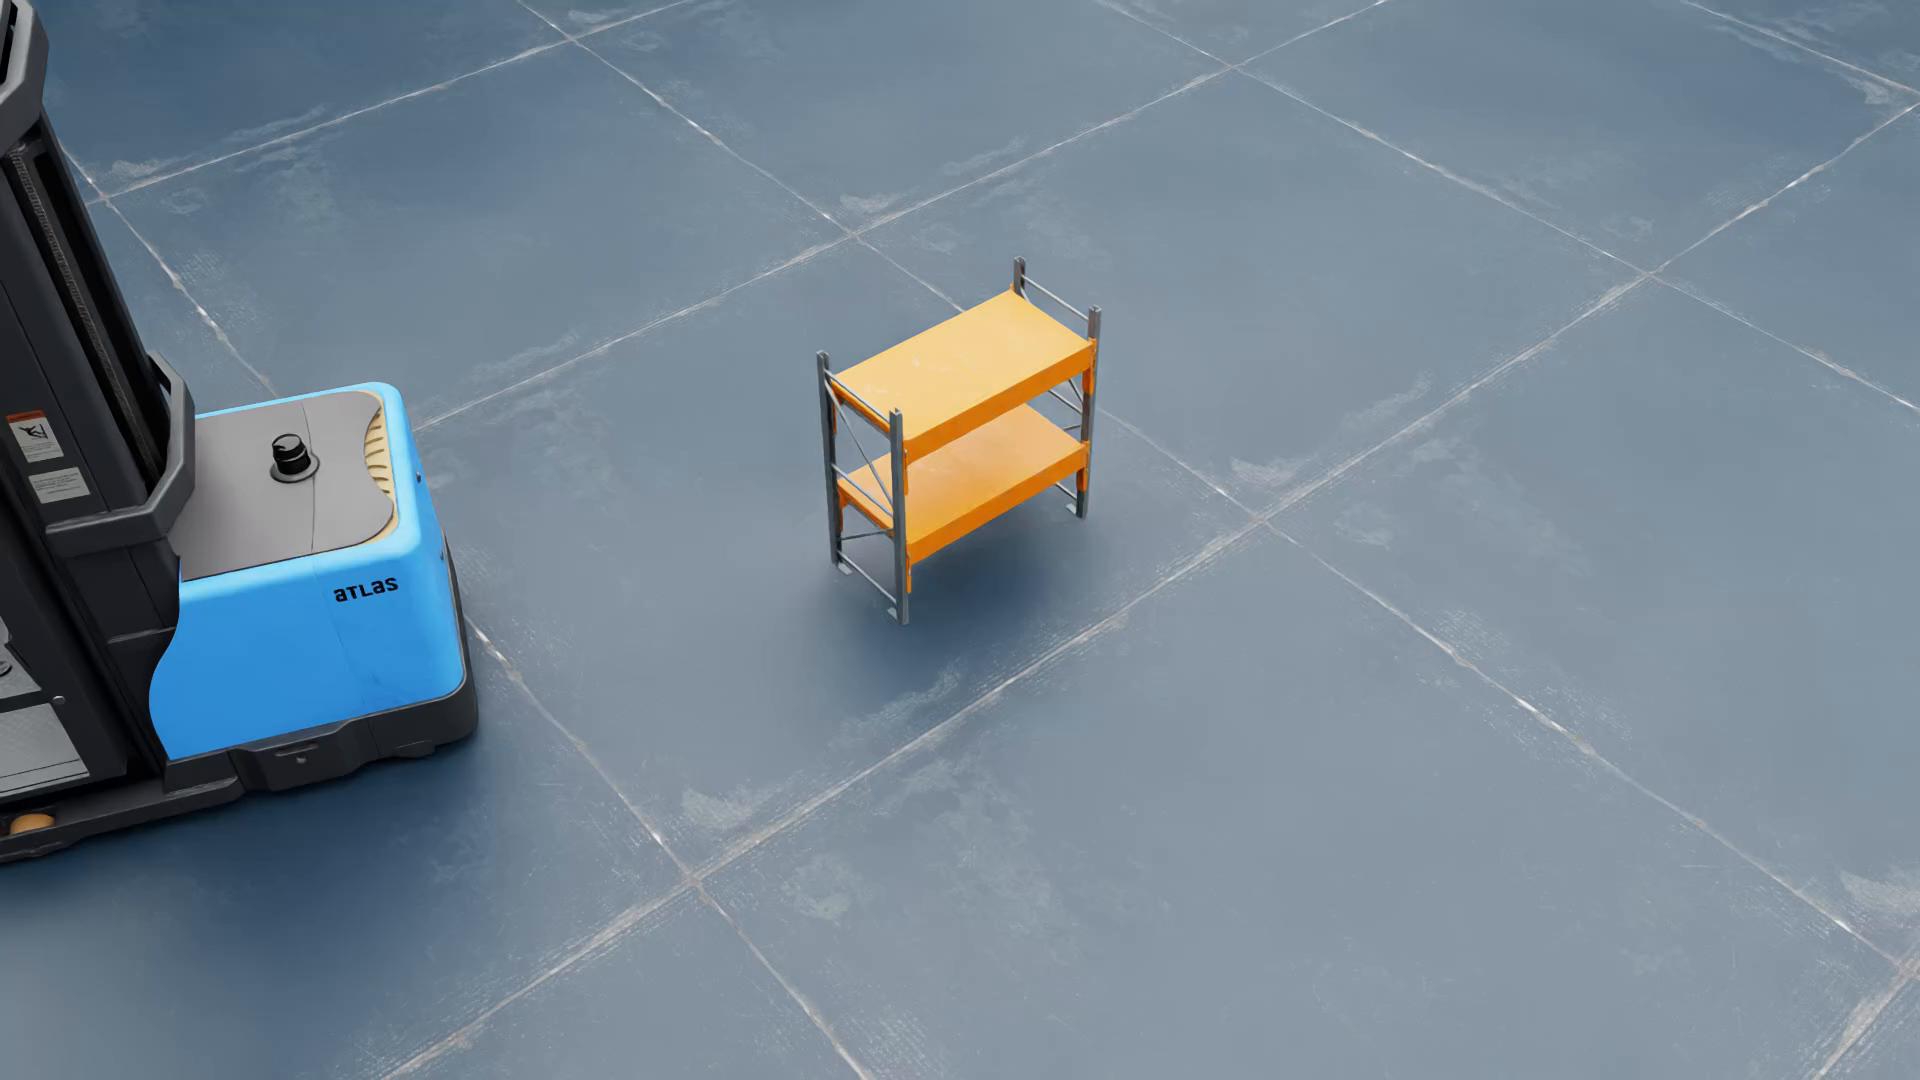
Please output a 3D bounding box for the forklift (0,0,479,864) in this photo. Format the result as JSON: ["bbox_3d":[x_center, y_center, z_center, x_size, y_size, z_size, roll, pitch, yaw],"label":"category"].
[{"bbox_3d":[-3.442,-0.279,5.460,3.031,2.935,1.130,-13,45,-13],"label":"forklift"}]

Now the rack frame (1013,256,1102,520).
[{"bbox_3d":[0.395,-0.636,7.159,0.032,1.125,0.500,-30,51,-28],"label":"rack frame"}]

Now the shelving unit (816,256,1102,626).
[{"bbox_3d":[0.005,-0.413,6.922,1.048,1.125,0.538,-30,51,-28],"label":"shelving unit"}]

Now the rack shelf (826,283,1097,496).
[{"bbox_3d":[0.005,-0.626,6.721,1.000,0.278,0.538,-30,51,-28],"label":"rack shelf"}]

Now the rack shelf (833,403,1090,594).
[{"bbox_3d":[0.005,-0.235,7.089,1.000,0.278,0.538,-30,51,-28],"label":"rack shelf"}]

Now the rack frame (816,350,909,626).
[{"bbox_3d":[-0.385,-0.190,6.684,0.032,1.125,0.500,-30,51,-28],"label":"rack frame"}]
